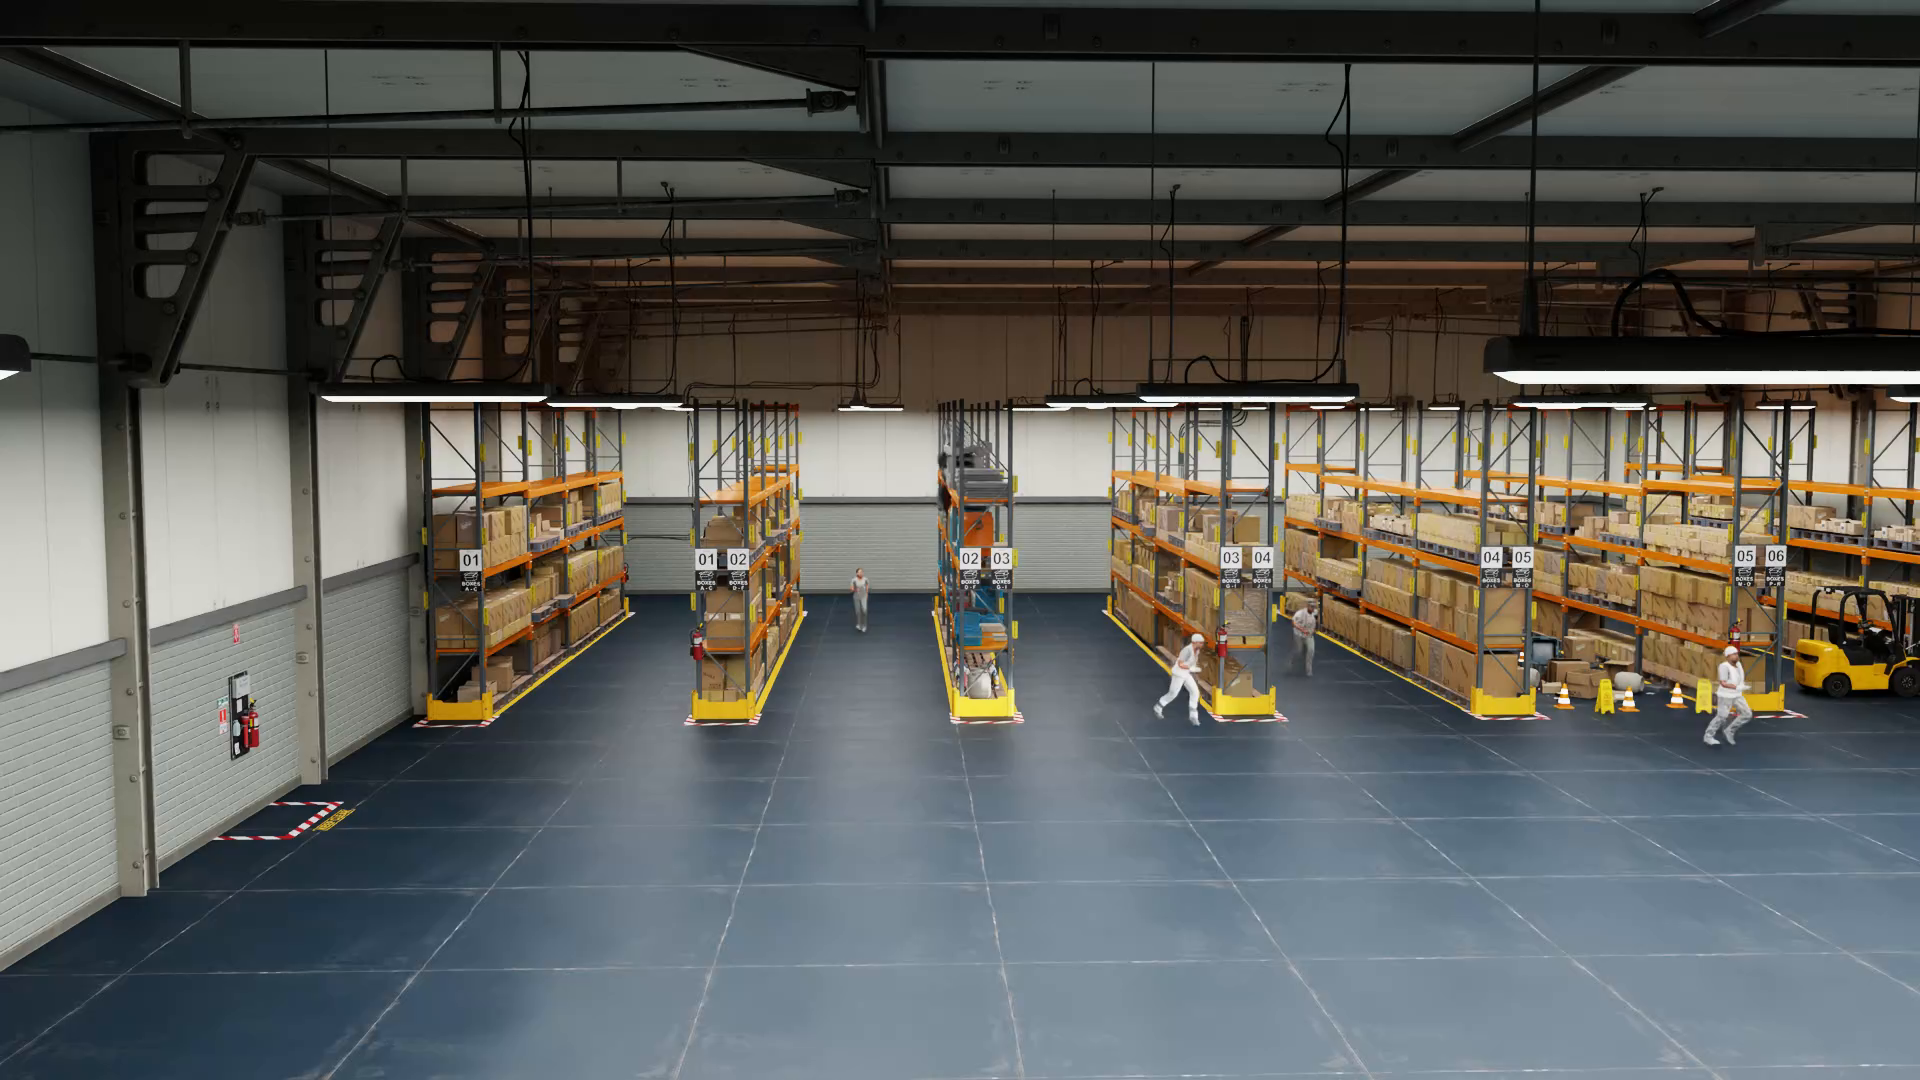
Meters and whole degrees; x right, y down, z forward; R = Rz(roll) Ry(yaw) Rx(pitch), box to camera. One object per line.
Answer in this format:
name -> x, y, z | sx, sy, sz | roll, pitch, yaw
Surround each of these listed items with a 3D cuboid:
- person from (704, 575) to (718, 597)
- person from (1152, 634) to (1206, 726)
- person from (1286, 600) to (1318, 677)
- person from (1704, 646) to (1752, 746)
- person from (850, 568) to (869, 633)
person -> -6.390, 1.508, 43.677 | 0.672, 1.837, 0.954 | -1, 4, -11
person -> 4.051, 2.568, 30.712 | 1.050, 1.735, 0.704 | 3, 5, 31
person -> 7.536, 2.129, 36.693 | 0.703, 1.720, 1.024 | -2, 5, -23
person -> 13.193, 2.667, 28.423 | 0.704, 1.730, 0.841 | -2, 5, -29
person -> -2.639, 1.580, 43.780 | 0.513, 1.719, 0.782 | -1, 4, -8
